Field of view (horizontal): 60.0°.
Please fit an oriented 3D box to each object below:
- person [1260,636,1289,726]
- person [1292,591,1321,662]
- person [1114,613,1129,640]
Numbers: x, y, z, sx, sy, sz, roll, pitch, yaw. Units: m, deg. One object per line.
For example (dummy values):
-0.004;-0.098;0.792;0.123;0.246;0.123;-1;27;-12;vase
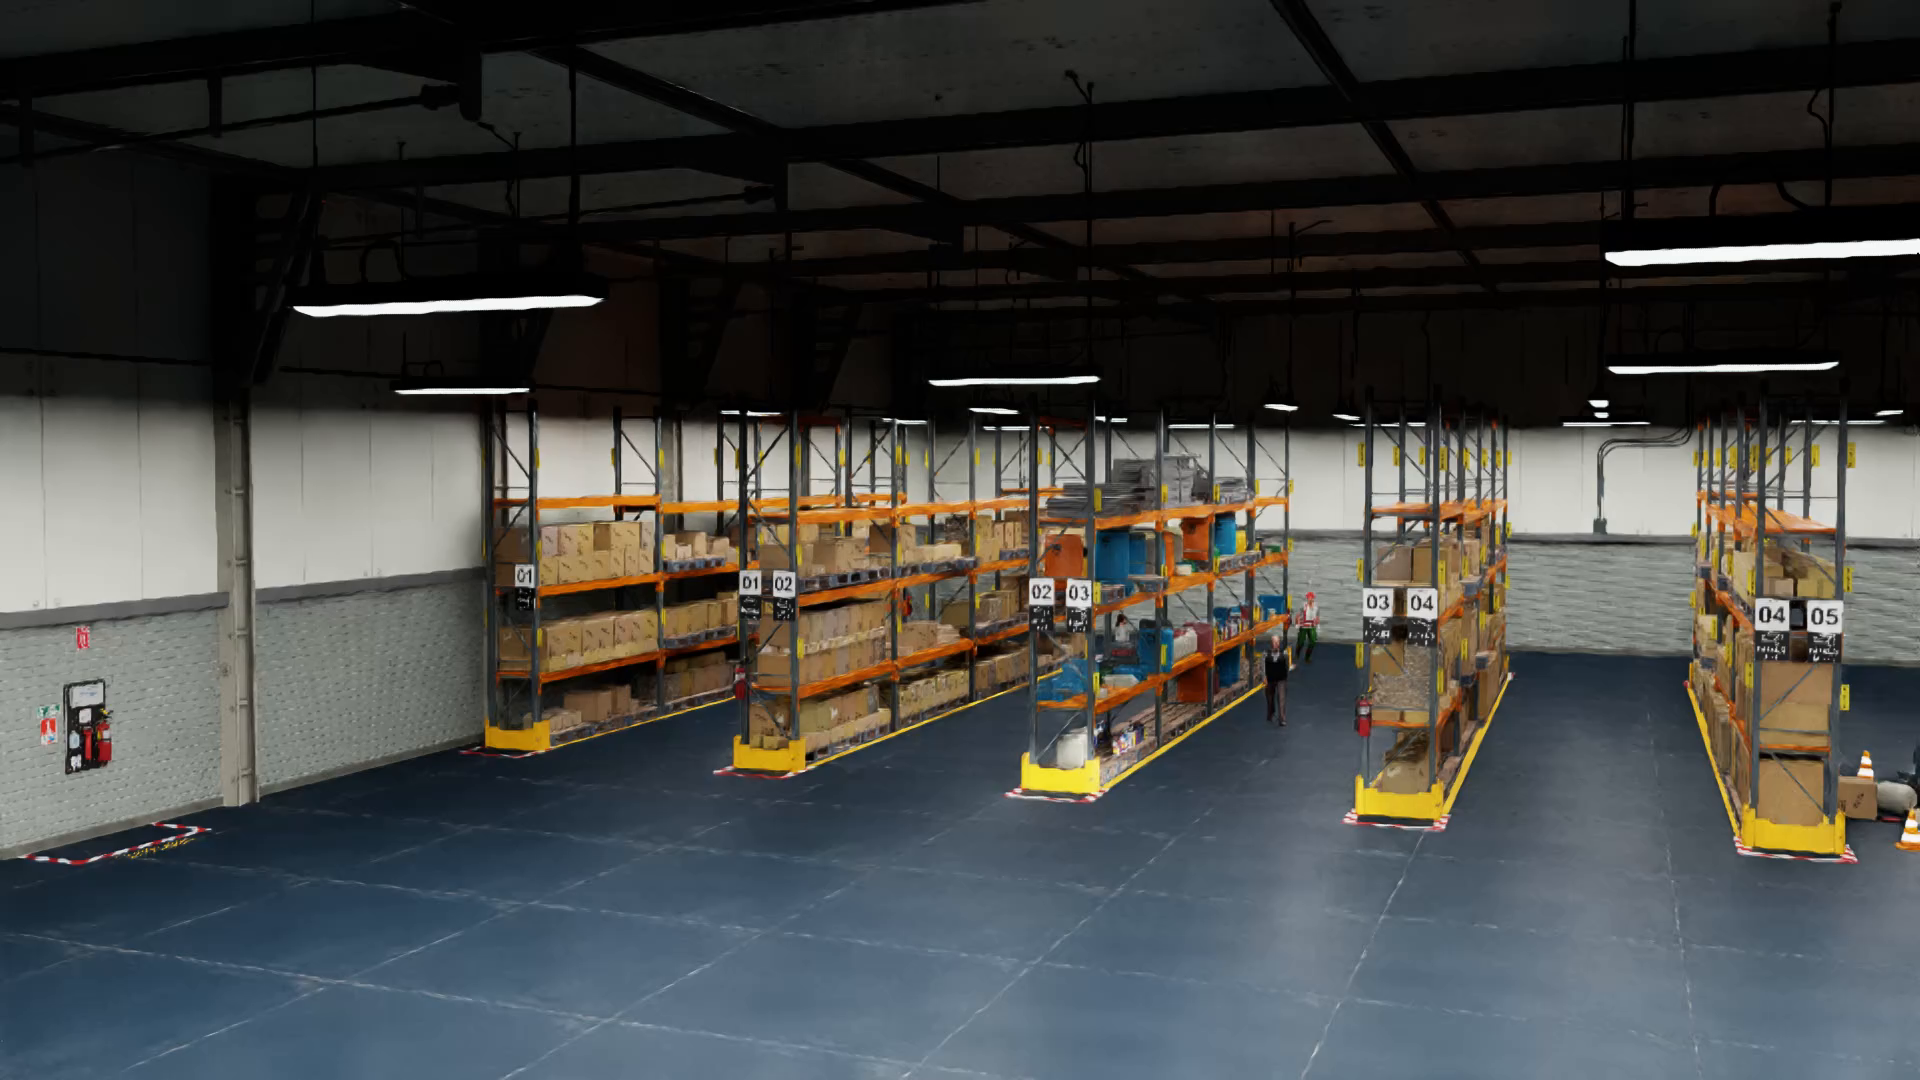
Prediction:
5.905;2.623;31.215;0.537;1.662;1.028;1;3;13;person
8.528;2.119;40.916;0.671;1.745;0.704;-1;3;-13;person
3.492;2.401;35.524;0.445;1.674;0.493;0;3;-7;person
